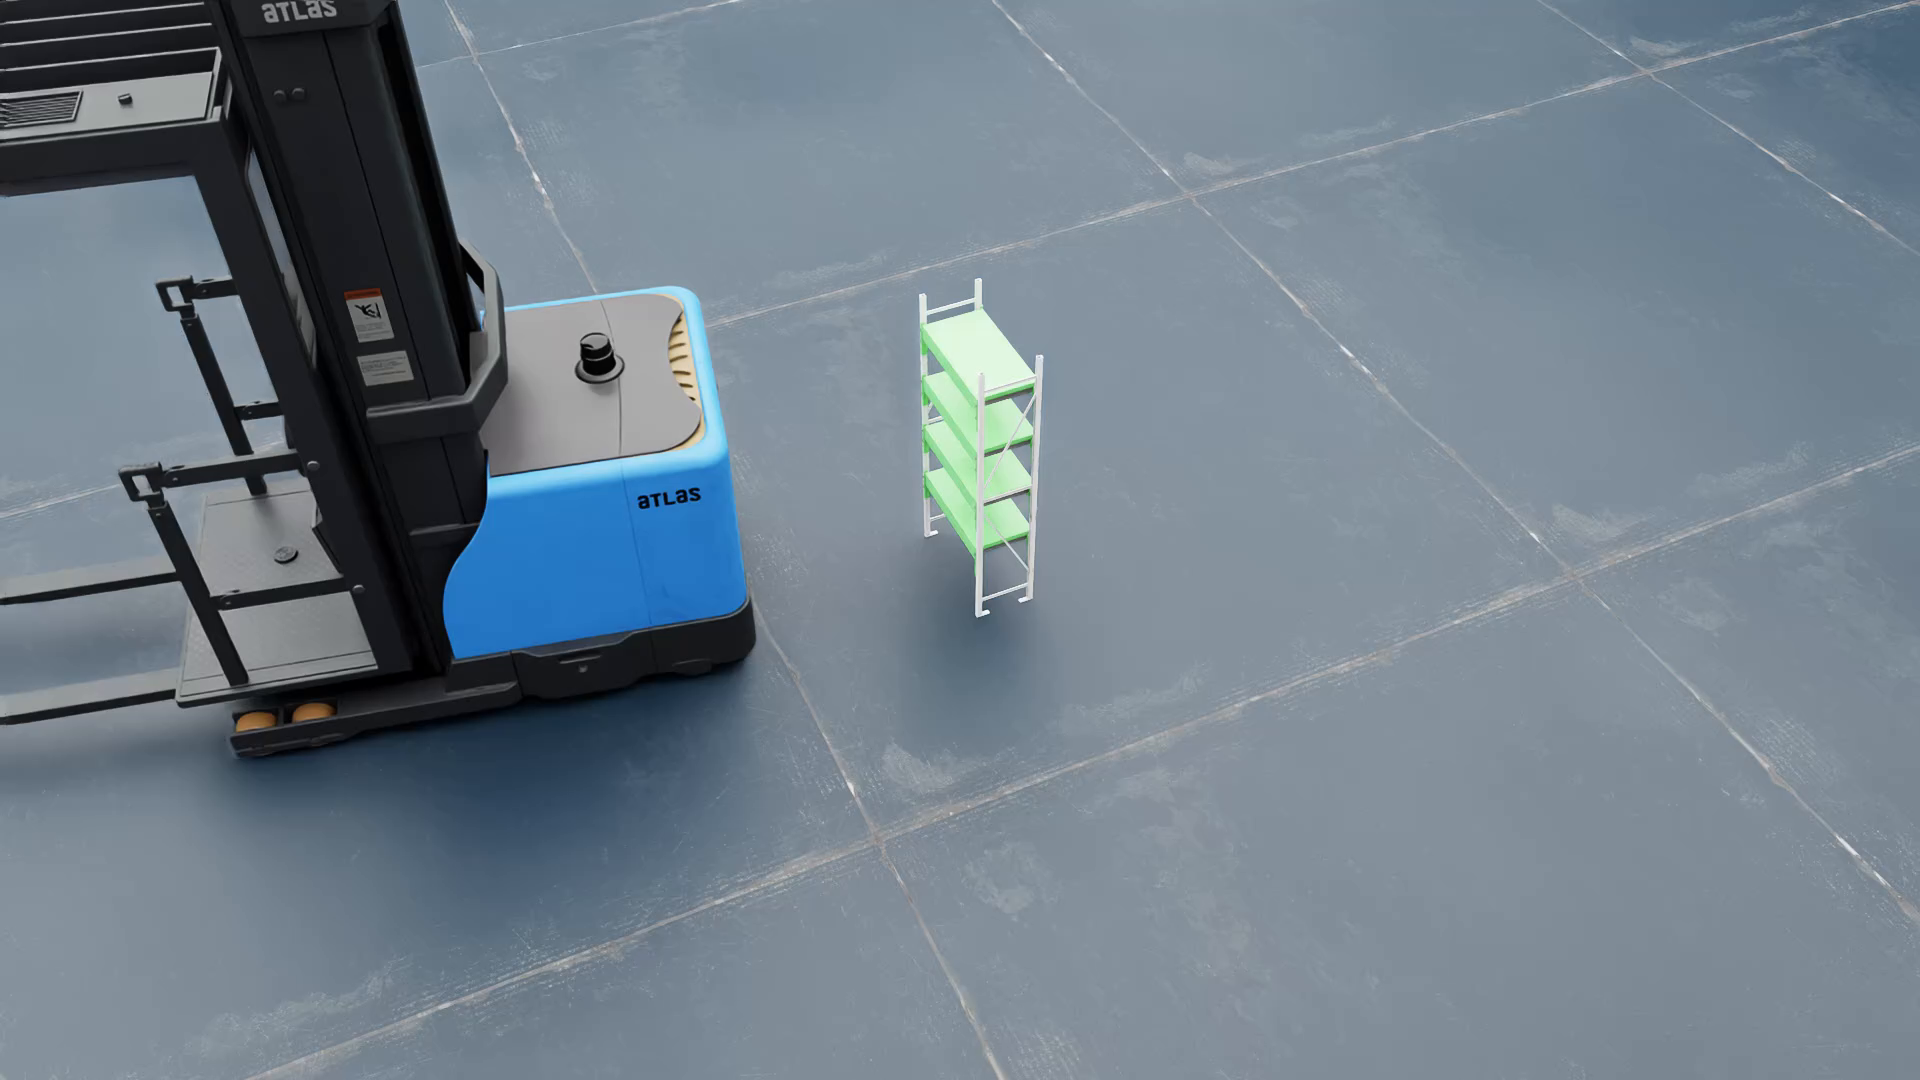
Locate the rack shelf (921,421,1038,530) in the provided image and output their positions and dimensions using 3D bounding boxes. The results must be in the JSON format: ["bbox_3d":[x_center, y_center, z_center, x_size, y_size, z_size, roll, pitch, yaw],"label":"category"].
[{"bbox_3d":[0.070,-0.276,6.267,0.258,0.148,0.480,-18,47,-17],"label":"rack shelf"}]

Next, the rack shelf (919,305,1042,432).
[{"bbox_3d":[0.070,-0.618,5.929,0.258,0.148,0.480,-18,47,-17],"label":"rack shelf"}]

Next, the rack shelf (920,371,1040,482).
[{"bbox_3d":[0.070,-0.447,6.098,0.258,0.148,0.480,-18,47,-17],"label":"rack shelf"}]

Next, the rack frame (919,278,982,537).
[{"bbox_3d":[-0.033,-0.477,6.379,0.240,1.200,0.015,-18,47,-17],"label":"rack frame"}]

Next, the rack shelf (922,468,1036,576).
[{"bbox_3d":[0.070,-0.105,6.435,0.258,0.148,0.480,-18,47,-17],"label":"rack shelf"}]

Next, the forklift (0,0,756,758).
[{"bbox_3d":[-2.340,-0.679,5.351,3.031,2.935,1.130,-9,45,-9],"label":"forklift"}]

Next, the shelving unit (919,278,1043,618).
[{"bbox_3d":[0.070,-0.322,6.222,0.258,1.200,0.503,-18,47,-17],"label":"shelving unit"}]

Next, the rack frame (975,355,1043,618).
[{"bbox_3d":[0.172,-0.166,6.064,0.240,1.200,0.015,-18,47,-17],"label":"rack frame"}]
